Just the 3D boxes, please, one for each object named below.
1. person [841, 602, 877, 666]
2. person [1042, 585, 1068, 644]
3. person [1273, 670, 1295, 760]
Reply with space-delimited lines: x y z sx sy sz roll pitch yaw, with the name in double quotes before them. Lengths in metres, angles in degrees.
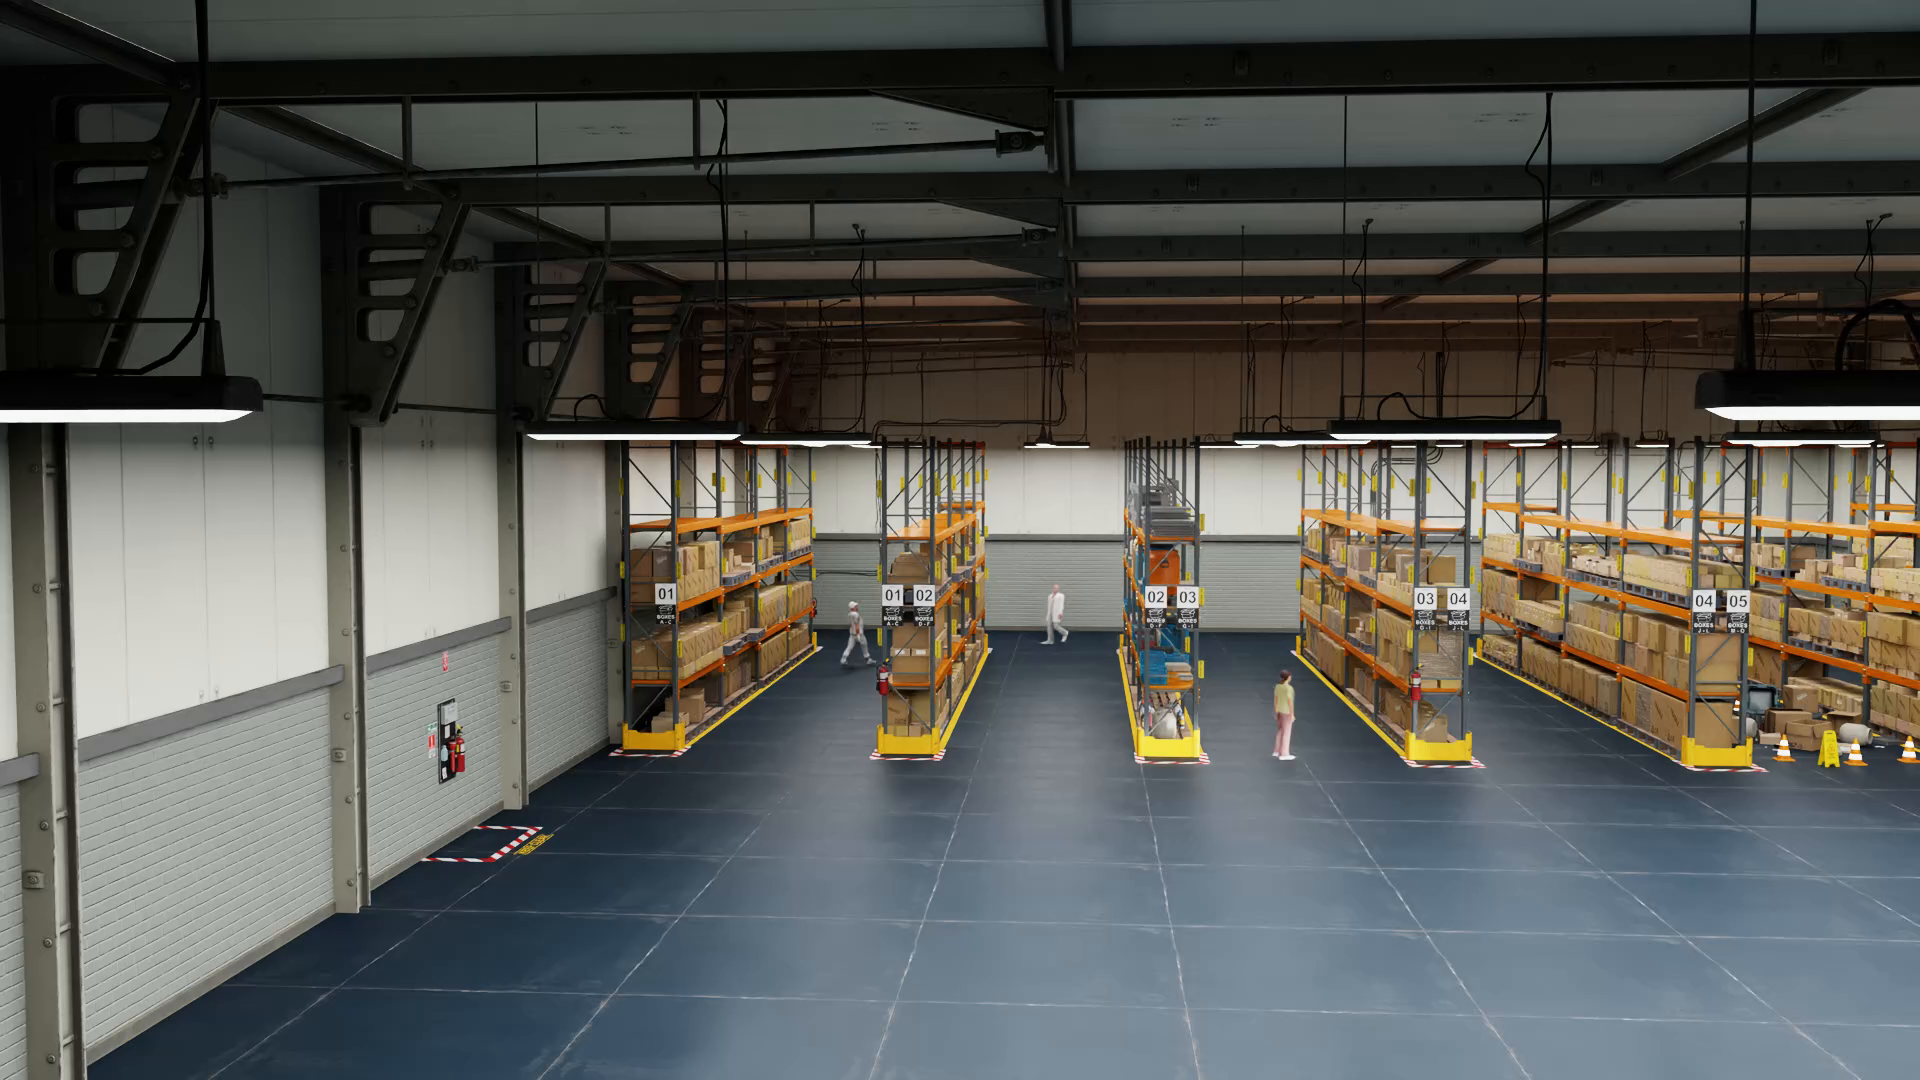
"person" -2.694 2.495 44.119 1.040 1.733 0.531 -3 4 -40
"person" 2.828 2.205 49.238 0.760 1.760 0.607 -2 4 -39
"person" 6.047 3.259 30.871 0.336 1.709 0.532 -2 3 -28
